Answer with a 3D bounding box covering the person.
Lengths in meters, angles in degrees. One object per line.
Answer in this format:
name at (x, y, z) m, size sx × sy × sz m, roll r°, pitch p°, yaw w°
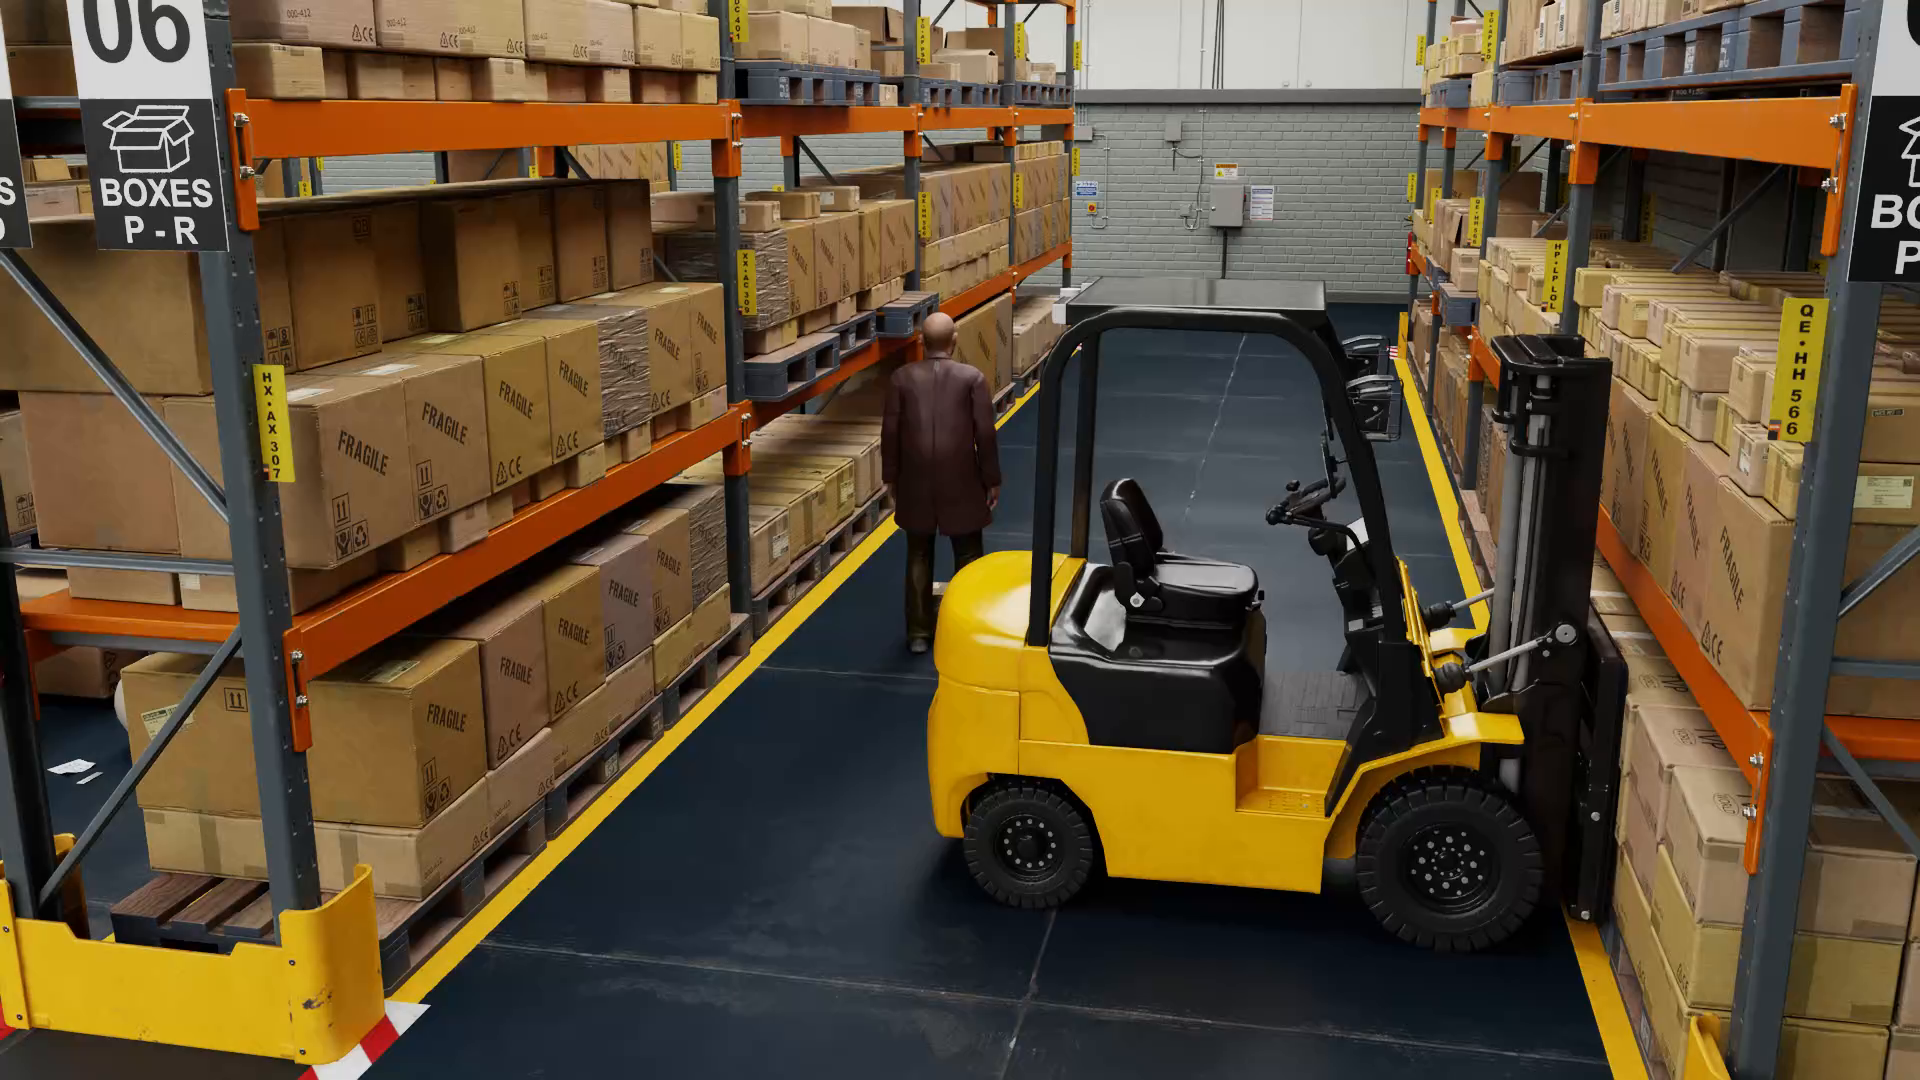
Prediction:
person at (-0.097, -0.292, 8.675) m, size 0.644 × 1.774 × 0.430 m, roll 3°, pitch 15°, yaw 10°
